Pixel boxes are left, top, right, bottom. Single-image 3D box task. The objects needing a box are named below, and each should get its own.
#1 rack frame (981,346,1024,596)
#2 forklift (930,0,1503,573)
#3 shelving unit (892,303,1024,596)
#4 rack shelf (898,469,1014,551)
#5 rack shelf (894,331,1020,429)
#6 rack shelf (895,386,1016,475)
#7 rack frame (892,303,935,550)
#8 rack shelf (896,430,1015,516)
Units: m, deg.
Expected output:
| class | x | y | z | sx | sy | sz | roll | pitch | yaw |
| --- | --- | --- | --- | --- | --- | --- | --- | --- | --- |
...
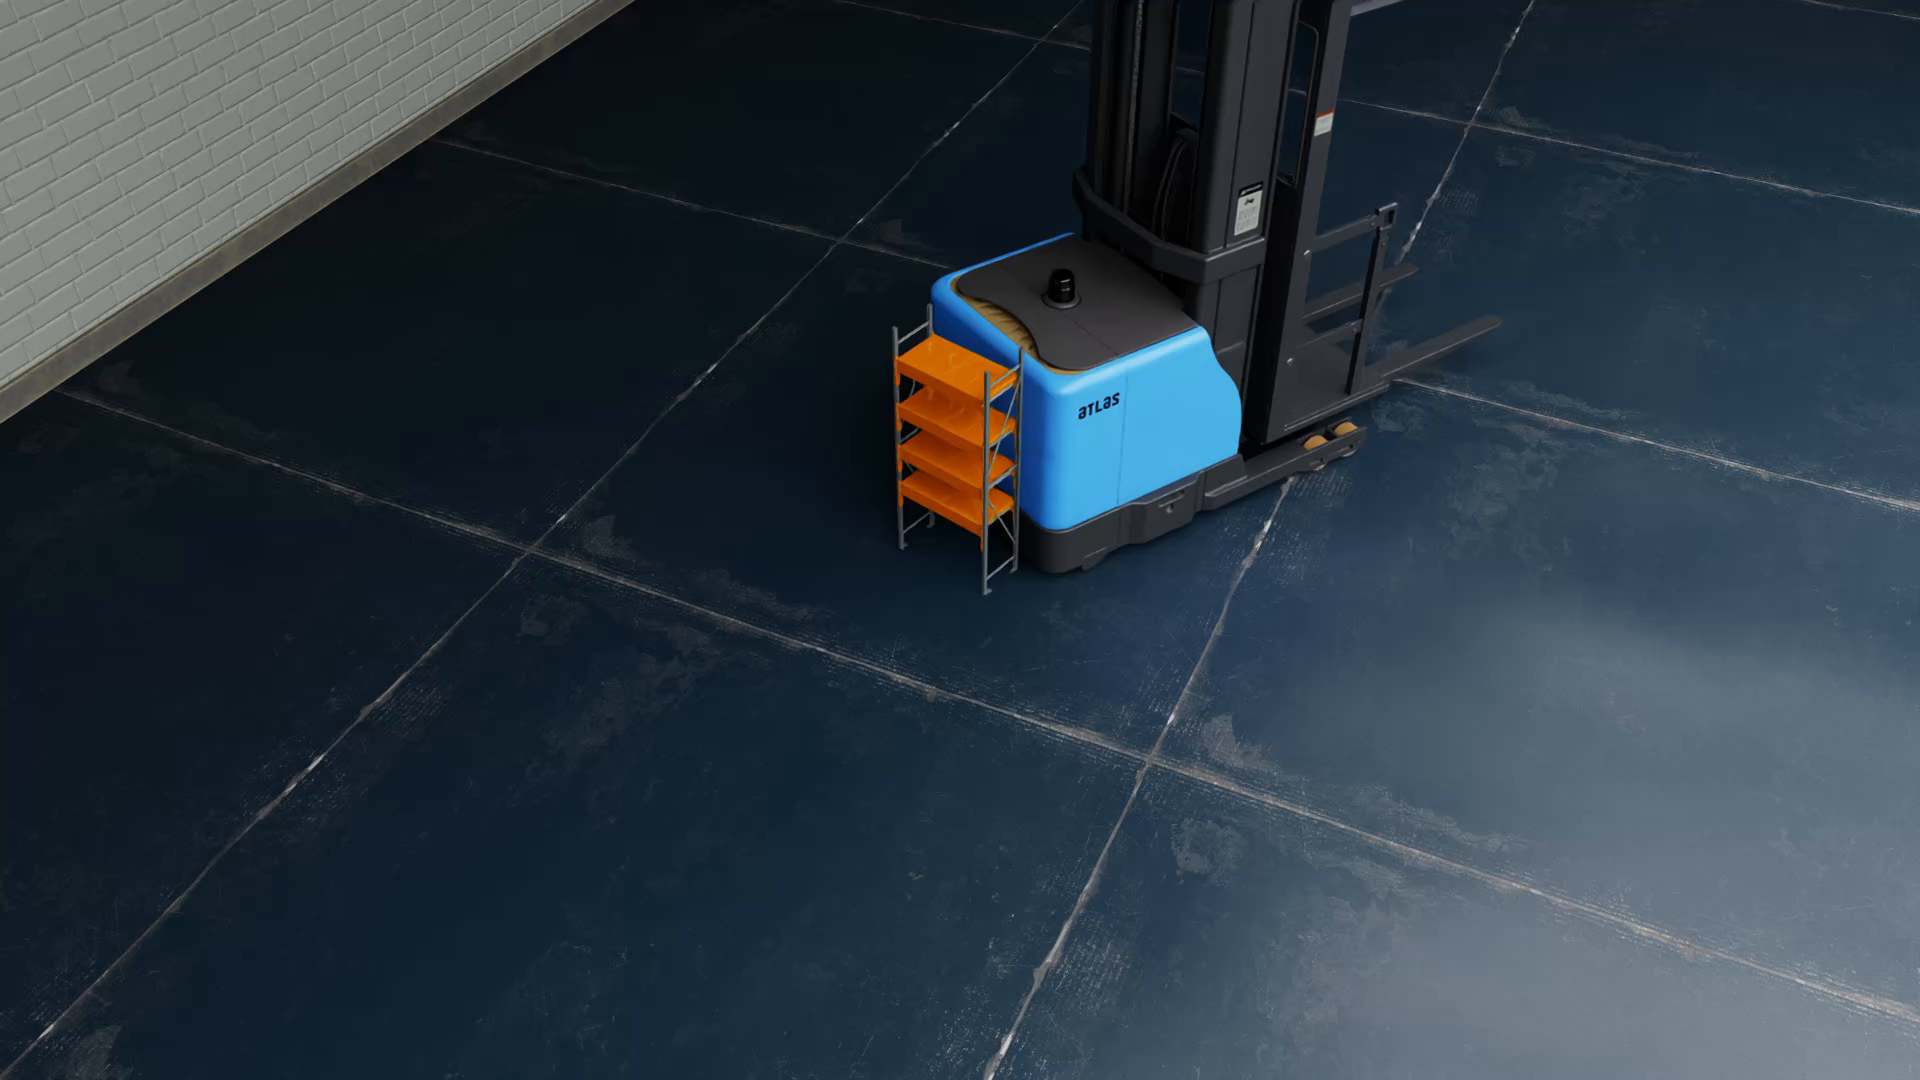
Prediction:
| class | x | y | z | sx | sy | sz | roll | pitch | yaw |
| --- | --- | --- | --- | --- | --- | --- | --- | --- | --- |
| rack frame | 0.177 | -0.268 | 7.027 | 0.015 | 1.200 | 0.240 | 29 | 48 | 29 |
| forklift | 1.366 | -1.710 | 7.369 | 3.031 | 2.935 | 1.130 | -23 | 46 | -25 |
| shelving unit | -0.010 | -0.370 | 7.145 | 0.503 | 1.200 | 0.258 | 29 | 48 | 29 |
| rack shelf | -0.010 | -0.169 | 7.319 | 0.480 | 0.148 | 0.258 | 29 | 48 | 29 |
| rack shelf | -0.010 | -0.667 | 6.887 | 0.480 | 0.148 | 0.258 | 29 | 48 | 29 |
| rack shelf | -0.010 | -0.488 | 7.042 | 0.480 | 0.148 | 0.258 | 29 | 48 | 29 |
| rack frame | -0.198 | -0.472 | 7.262 | 0.015 | 1.200 | 0.240 | 29 | 48 | 29 |
| rack shelf | -0.010 | -0.319 | 7.189 | 0.480 | 0.148 | 0.258 | 29 | 48 | 29 |
